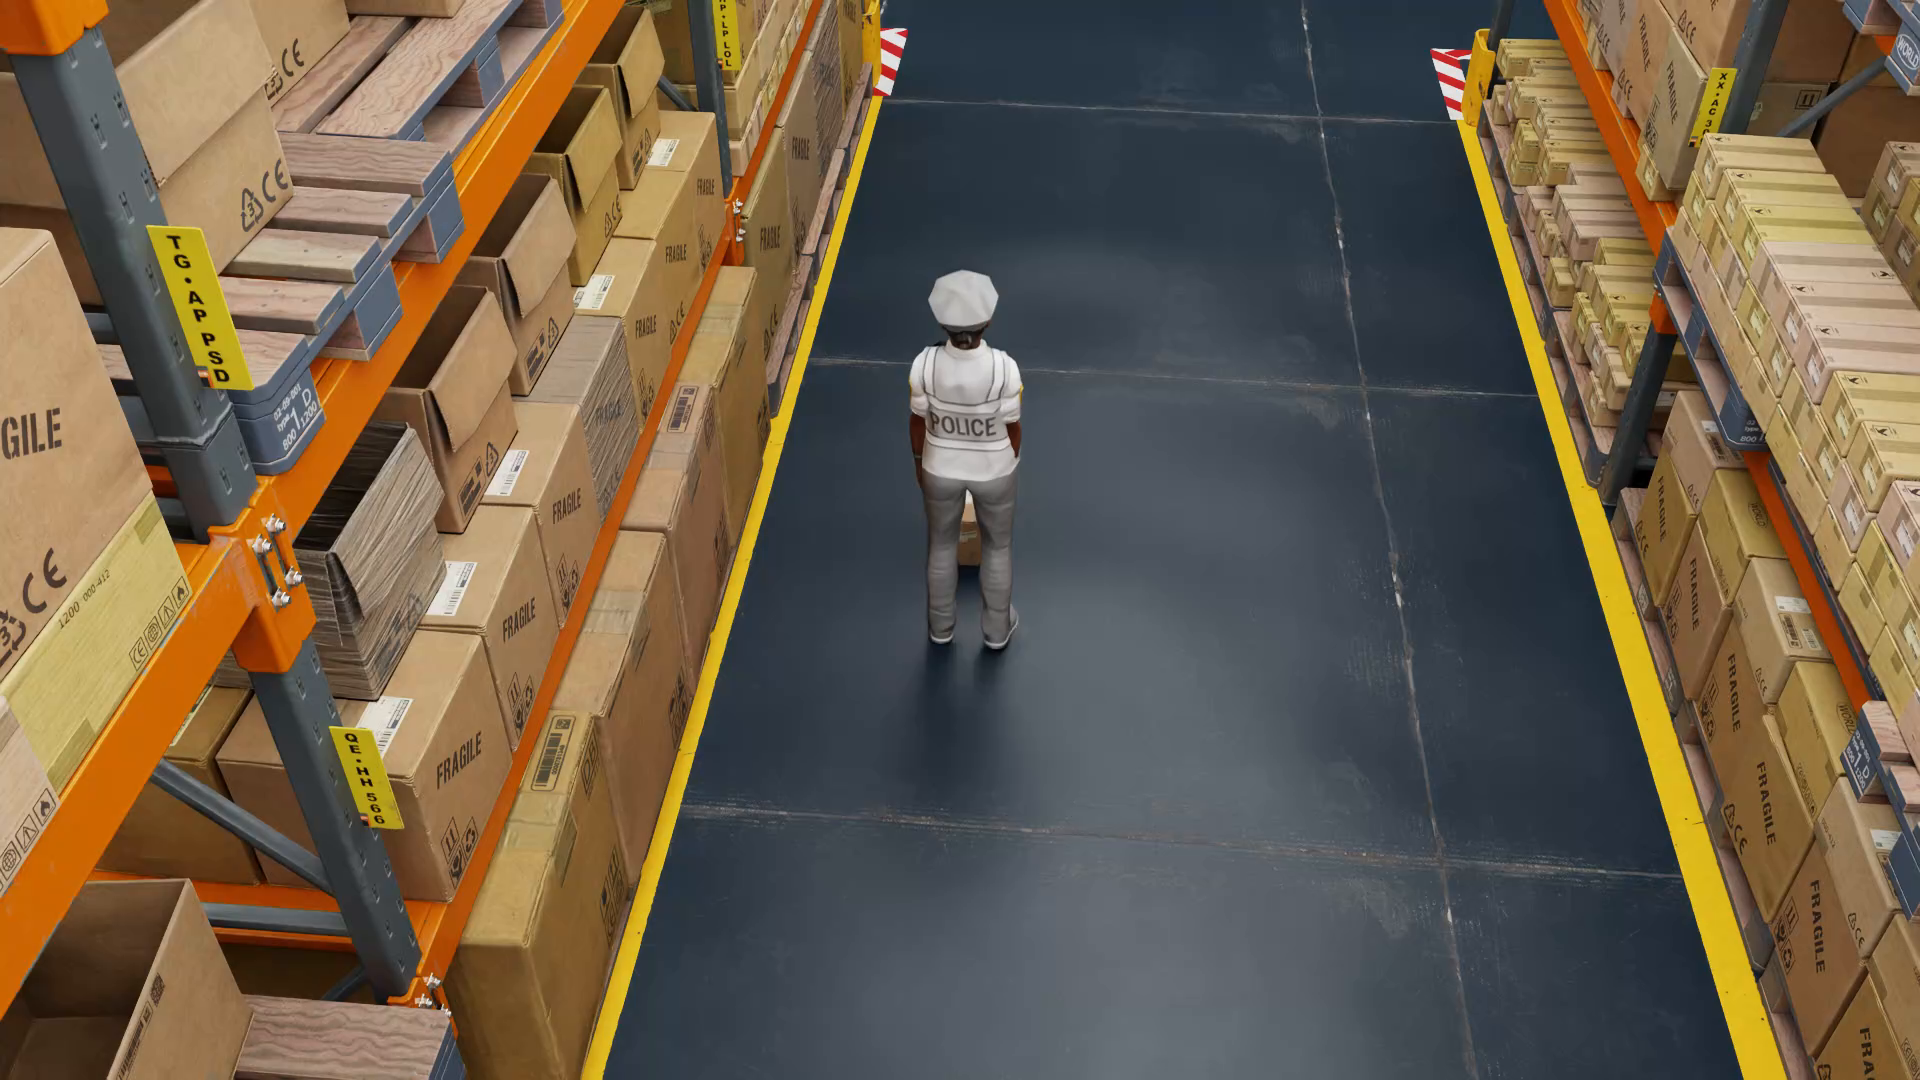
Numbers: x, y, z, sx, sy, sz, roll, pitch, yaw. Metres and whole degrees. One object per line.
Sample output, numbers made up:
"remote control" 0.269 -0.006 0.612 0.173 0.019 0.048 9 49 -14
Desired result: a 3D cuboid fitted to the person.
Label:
"person" 0.025 -0.284 6.488 0.438 1.696 0.339 4 40 5
